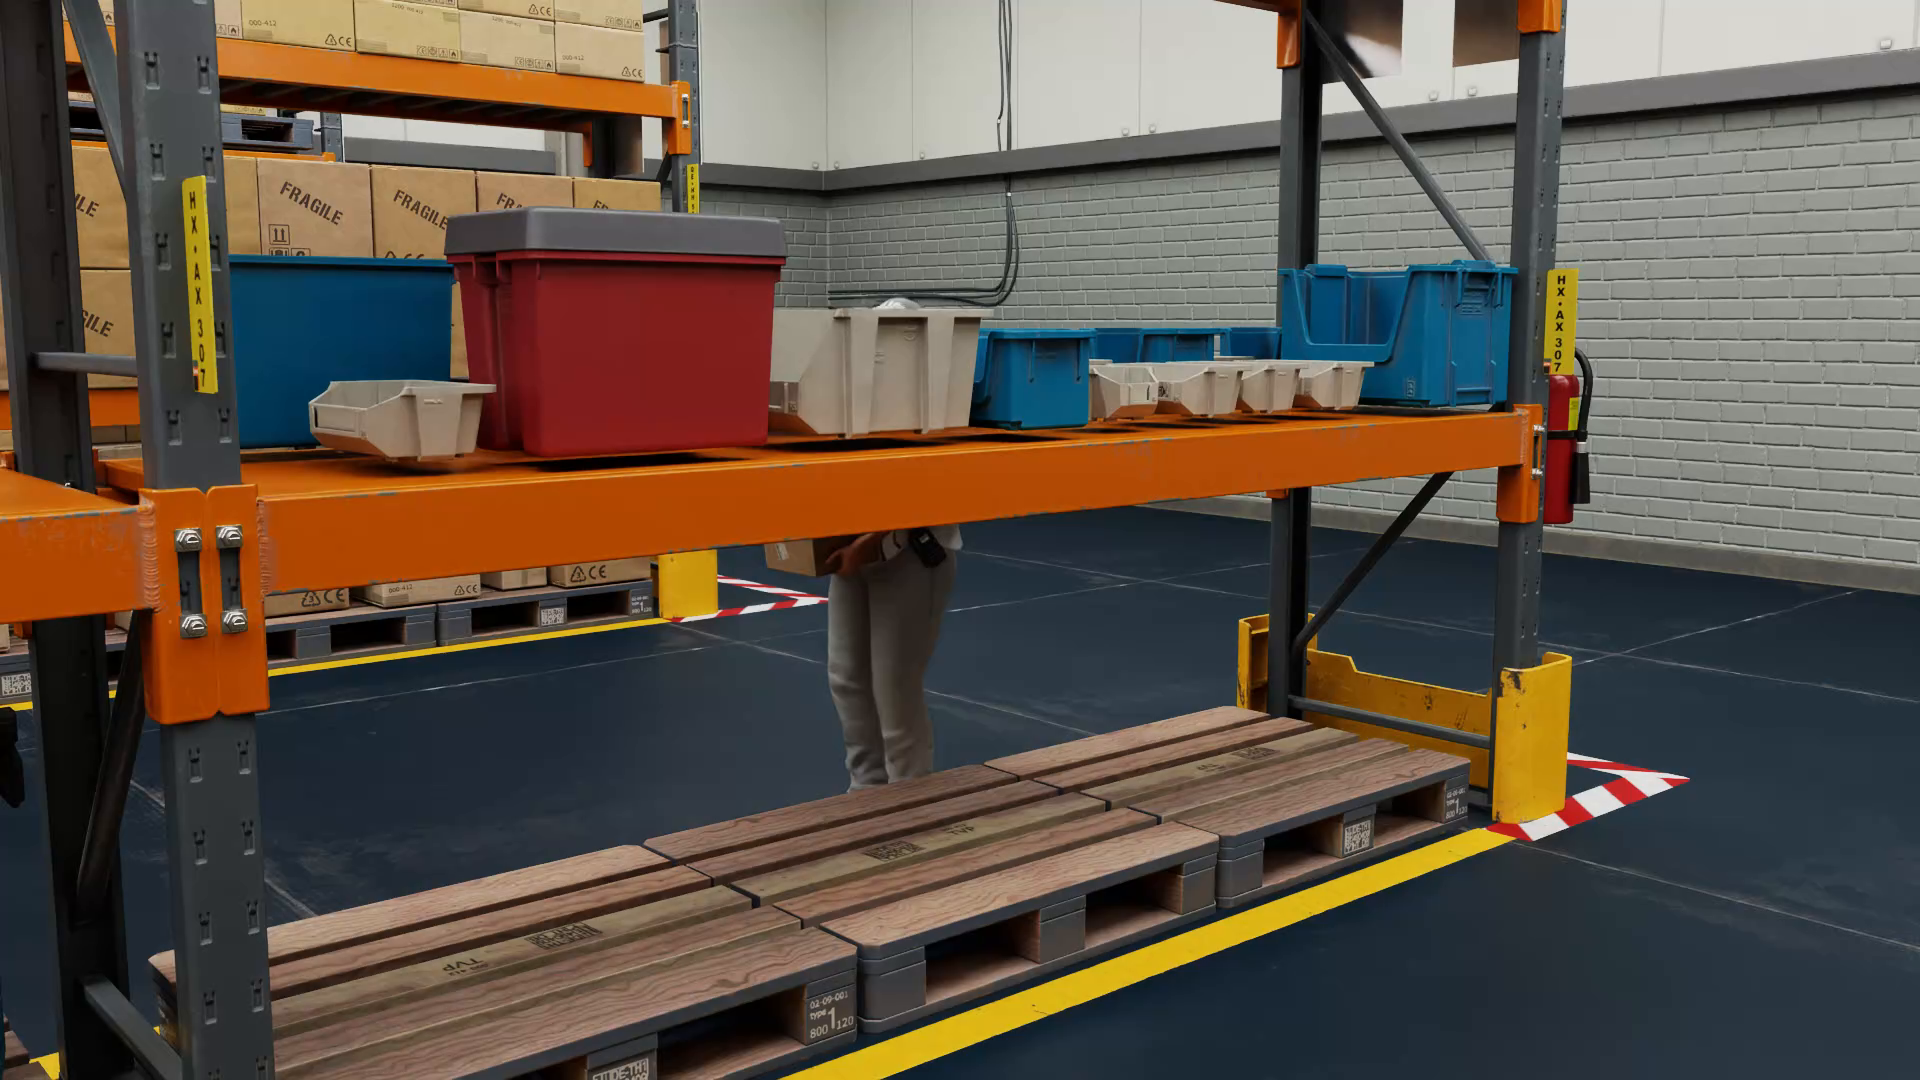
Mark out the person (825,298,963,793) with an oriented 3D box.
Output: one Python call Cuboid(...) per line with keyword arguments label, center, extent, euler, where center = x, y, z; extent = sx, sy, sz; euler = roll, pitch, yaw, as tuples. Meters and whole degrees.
Cuboid(label="person", center=(-0.271, 0.096, 5.094), extent=(0.539, 1.659, 0.456), euler=(-7, 10, -41))
